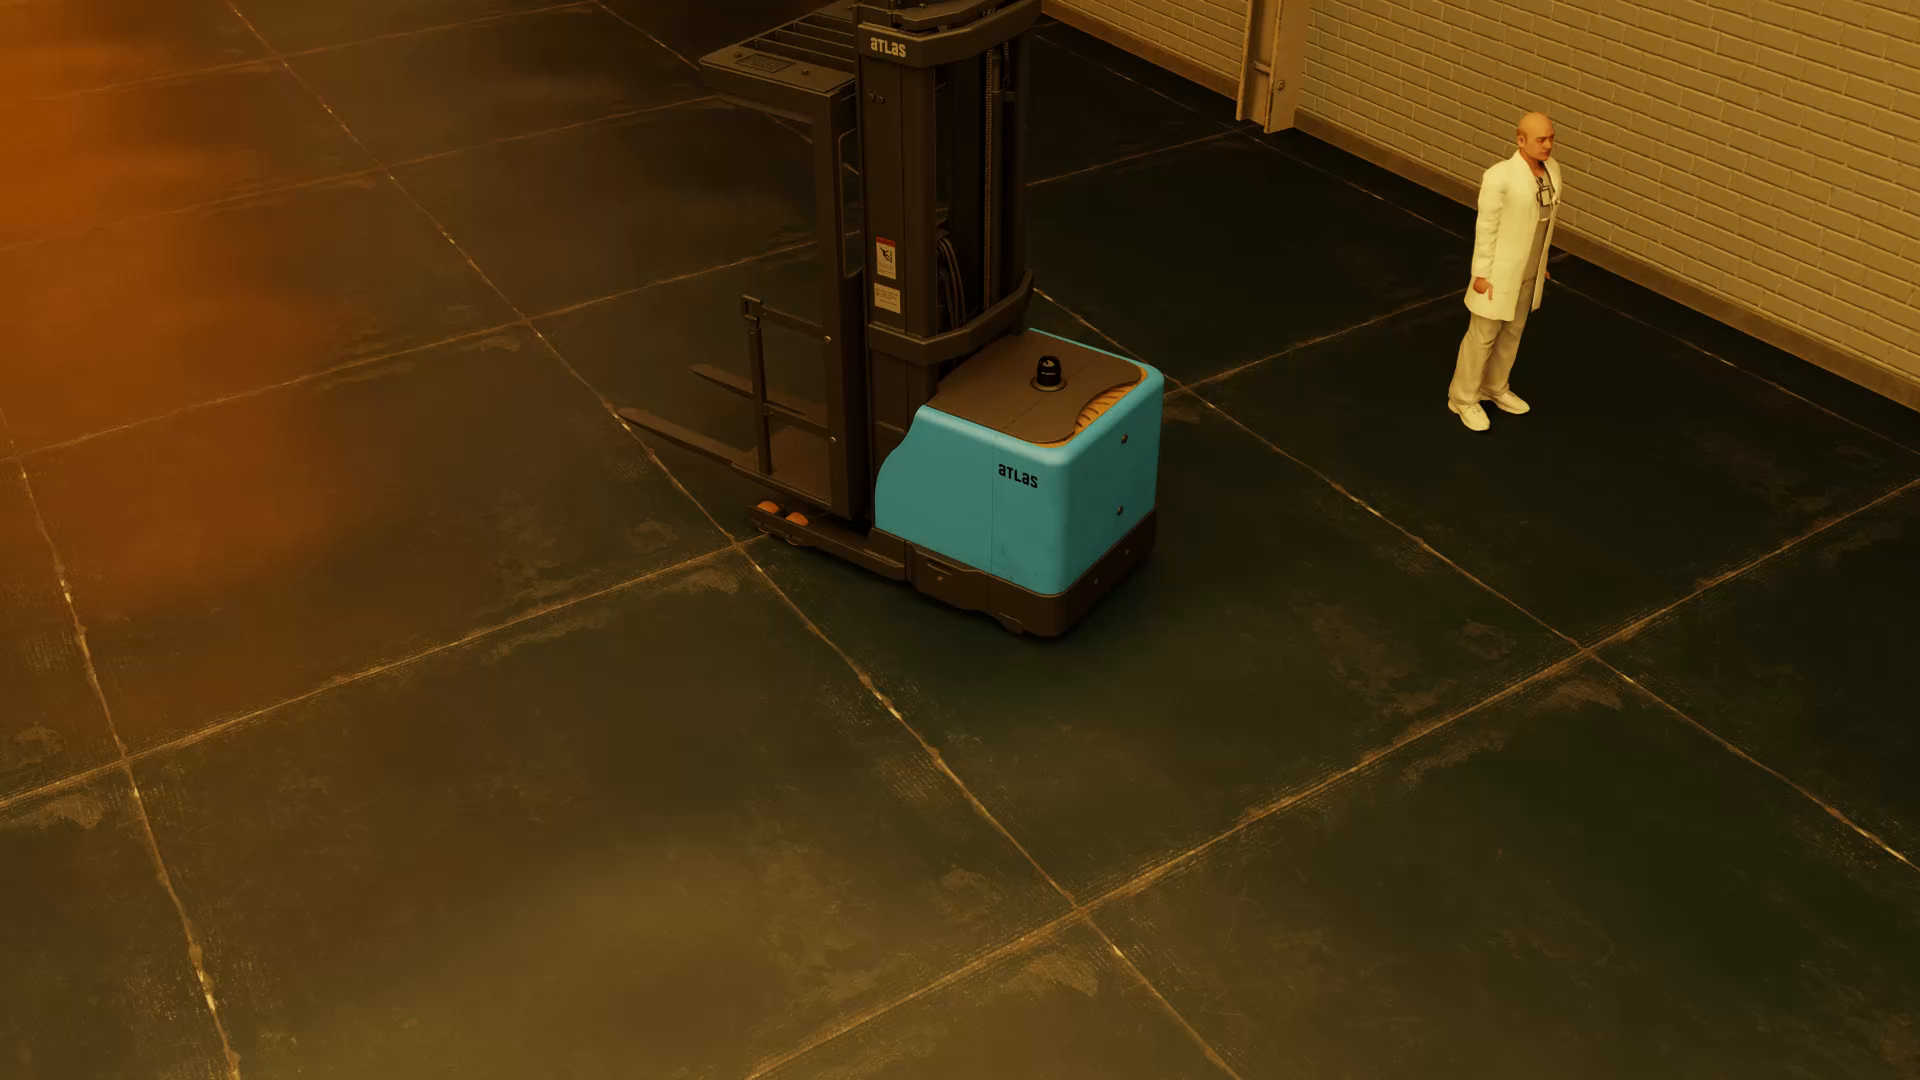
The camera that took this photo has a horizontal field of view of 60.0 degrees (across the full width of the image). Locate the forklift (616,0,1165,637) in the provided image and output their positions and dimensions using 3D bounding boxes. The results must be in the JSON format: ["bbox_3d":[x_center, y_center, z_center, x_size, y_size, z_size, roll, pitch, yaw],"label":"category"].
[{"bbox_3d":[-0.500,-1.399,8.138,3.031,2.935,1.130,22,41,28],"label":"forklift"}]

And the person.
[{"bbox_3d":[3.101,-1.498,9.281,0.551,1.782,0.392,-21,40,-27],"label":"person"}]
